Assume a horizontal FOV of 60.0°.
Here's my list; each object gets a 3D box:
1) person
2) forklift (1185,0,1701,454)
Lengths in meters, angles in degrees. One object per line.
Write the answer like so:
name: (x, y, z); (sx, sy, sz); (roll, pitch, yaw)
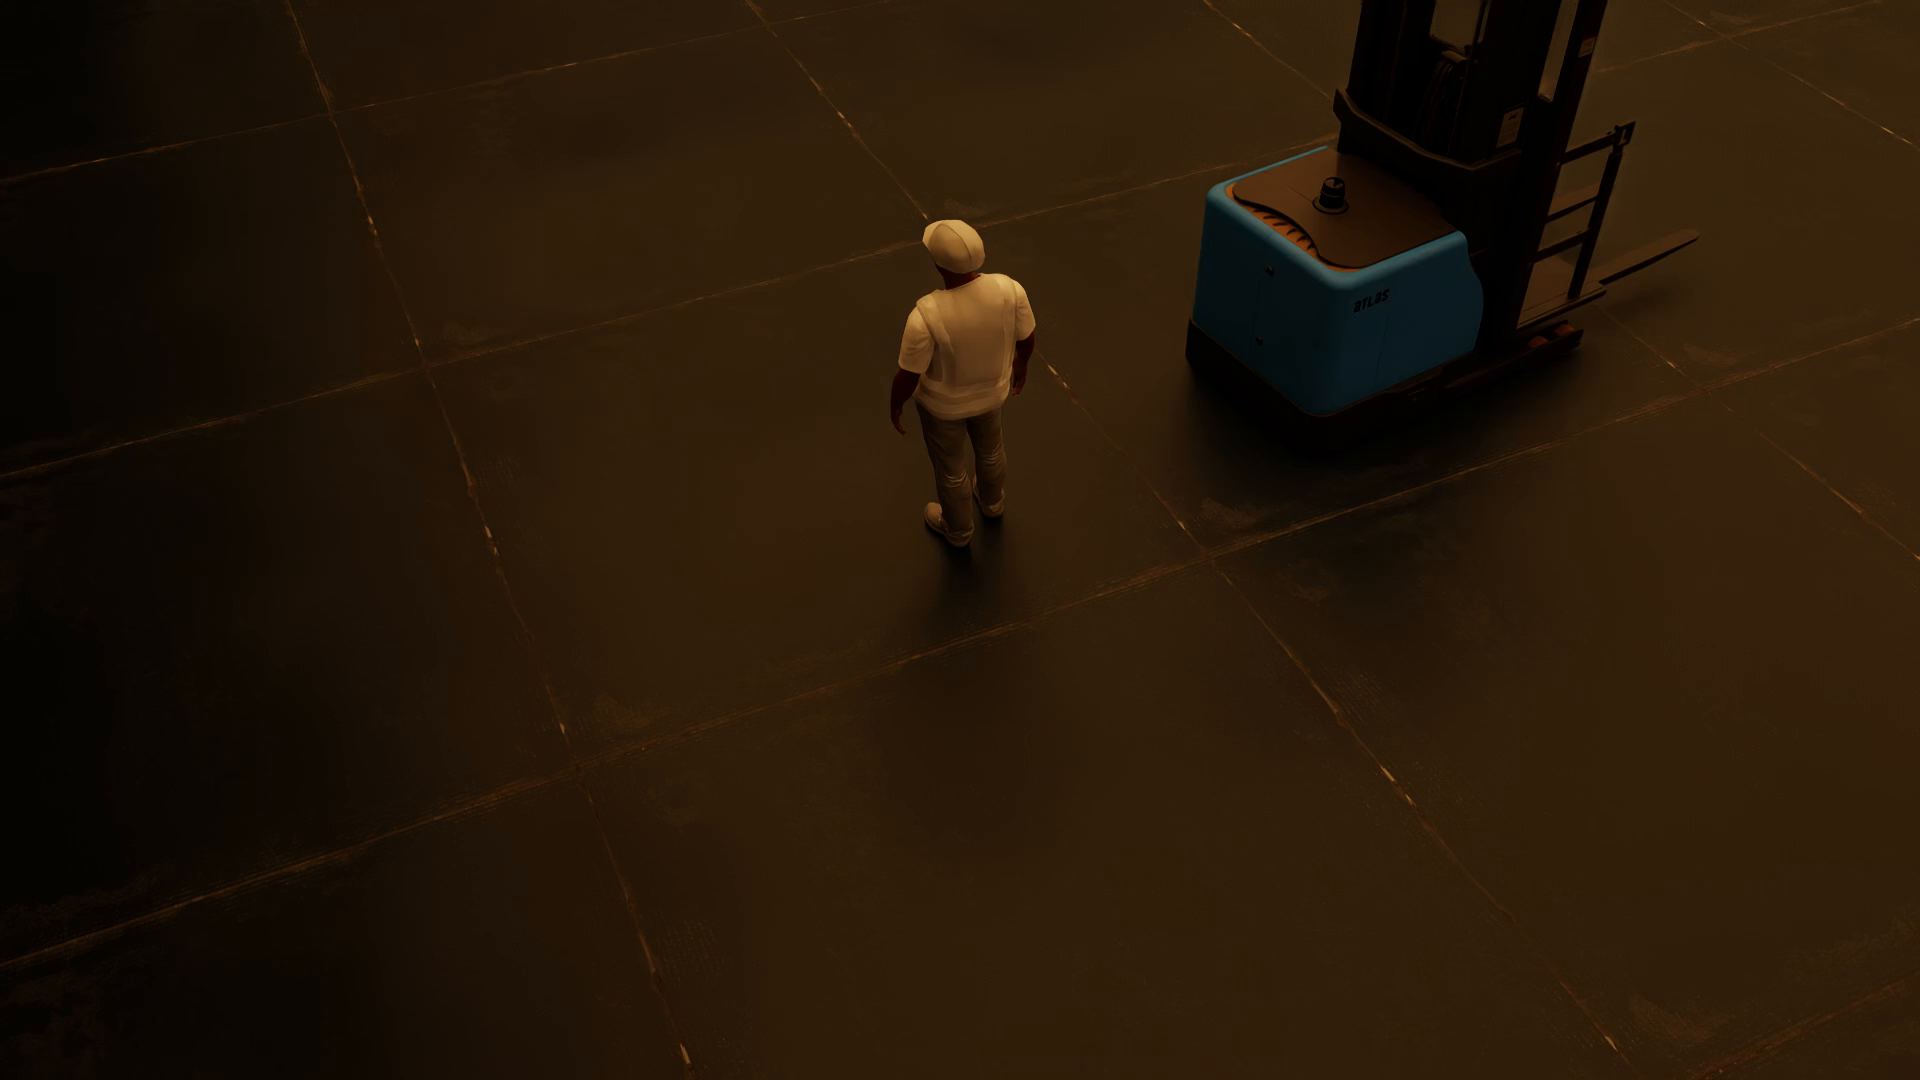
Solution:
person: (-0.023, -0.696, 7.269); (0.665, 1.765, 0.577); (-18, 46, -18)
forklift: (2.707, -2.266, 8.108); (3.031, 2.935, 1.130); (-23, 48, -23)
